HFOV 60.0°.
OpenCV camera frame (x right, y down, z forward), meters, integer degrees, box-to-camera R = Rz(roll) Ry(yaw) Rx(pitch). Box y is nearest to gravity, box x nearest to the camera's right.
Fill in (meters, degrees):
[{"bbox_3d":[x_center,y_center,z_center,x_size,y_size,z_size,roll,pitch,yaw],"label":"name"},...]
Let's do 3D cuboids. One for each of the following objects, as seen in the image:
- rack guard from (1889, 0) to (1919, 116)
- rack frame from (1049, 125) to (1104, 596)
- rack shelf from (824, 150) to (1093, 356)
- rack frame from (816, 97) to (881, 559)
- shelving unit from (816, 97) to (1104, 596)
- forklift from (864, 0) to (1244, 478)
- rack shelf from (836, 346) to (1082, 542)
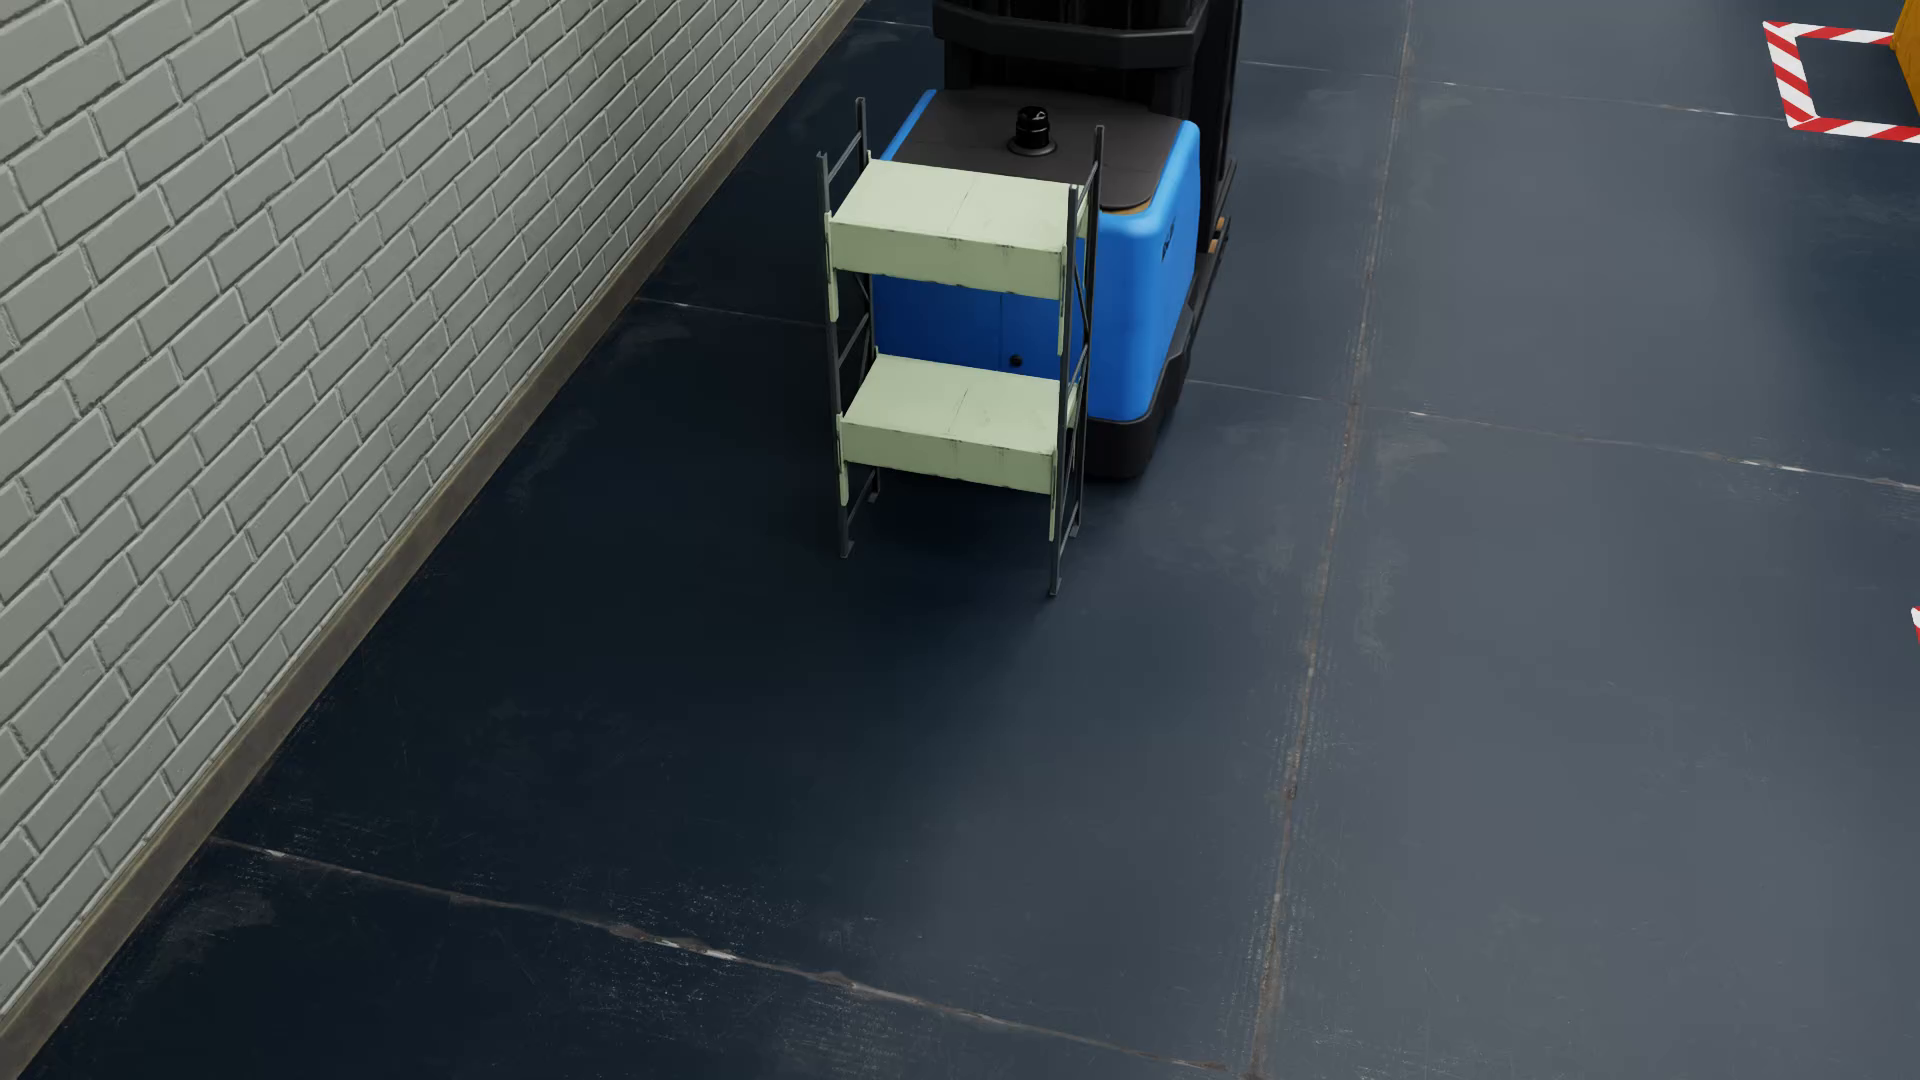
[{"bbox_3d":[5.008,-2.489,8.325,0.348,0.500,1.175,10,41,11],"label":"rack guard"},{"bbox_3d":[0.360,-0.512,5.194,0.023,1.500,0.400,10,41,11],"label":"rack frame"},{"bbox_3d":[0.006,-0.872,5.015,0.720,0.370,0.431,10,41,11],"label":"rack shelf"},{"bbox_3d":[-0.347,-0.634,5.339,0.023,1.500,0.400,10,41,11],"label":"rack frame"},{"bbox_3d":[0.006,-0.573,5.266,0.755,1.500,0.431,10,41,11],"label":"shelving unit"},{"bbox_3d":[0.545,-2.297,6.207,1.130,2.935,3.031,10,41,12],"label":"forklift"},{"bbox_3d":[0.006,-0.324,5.476,0.720,0.370,0.431,10,41,11],"label":"rack shelf"}]
